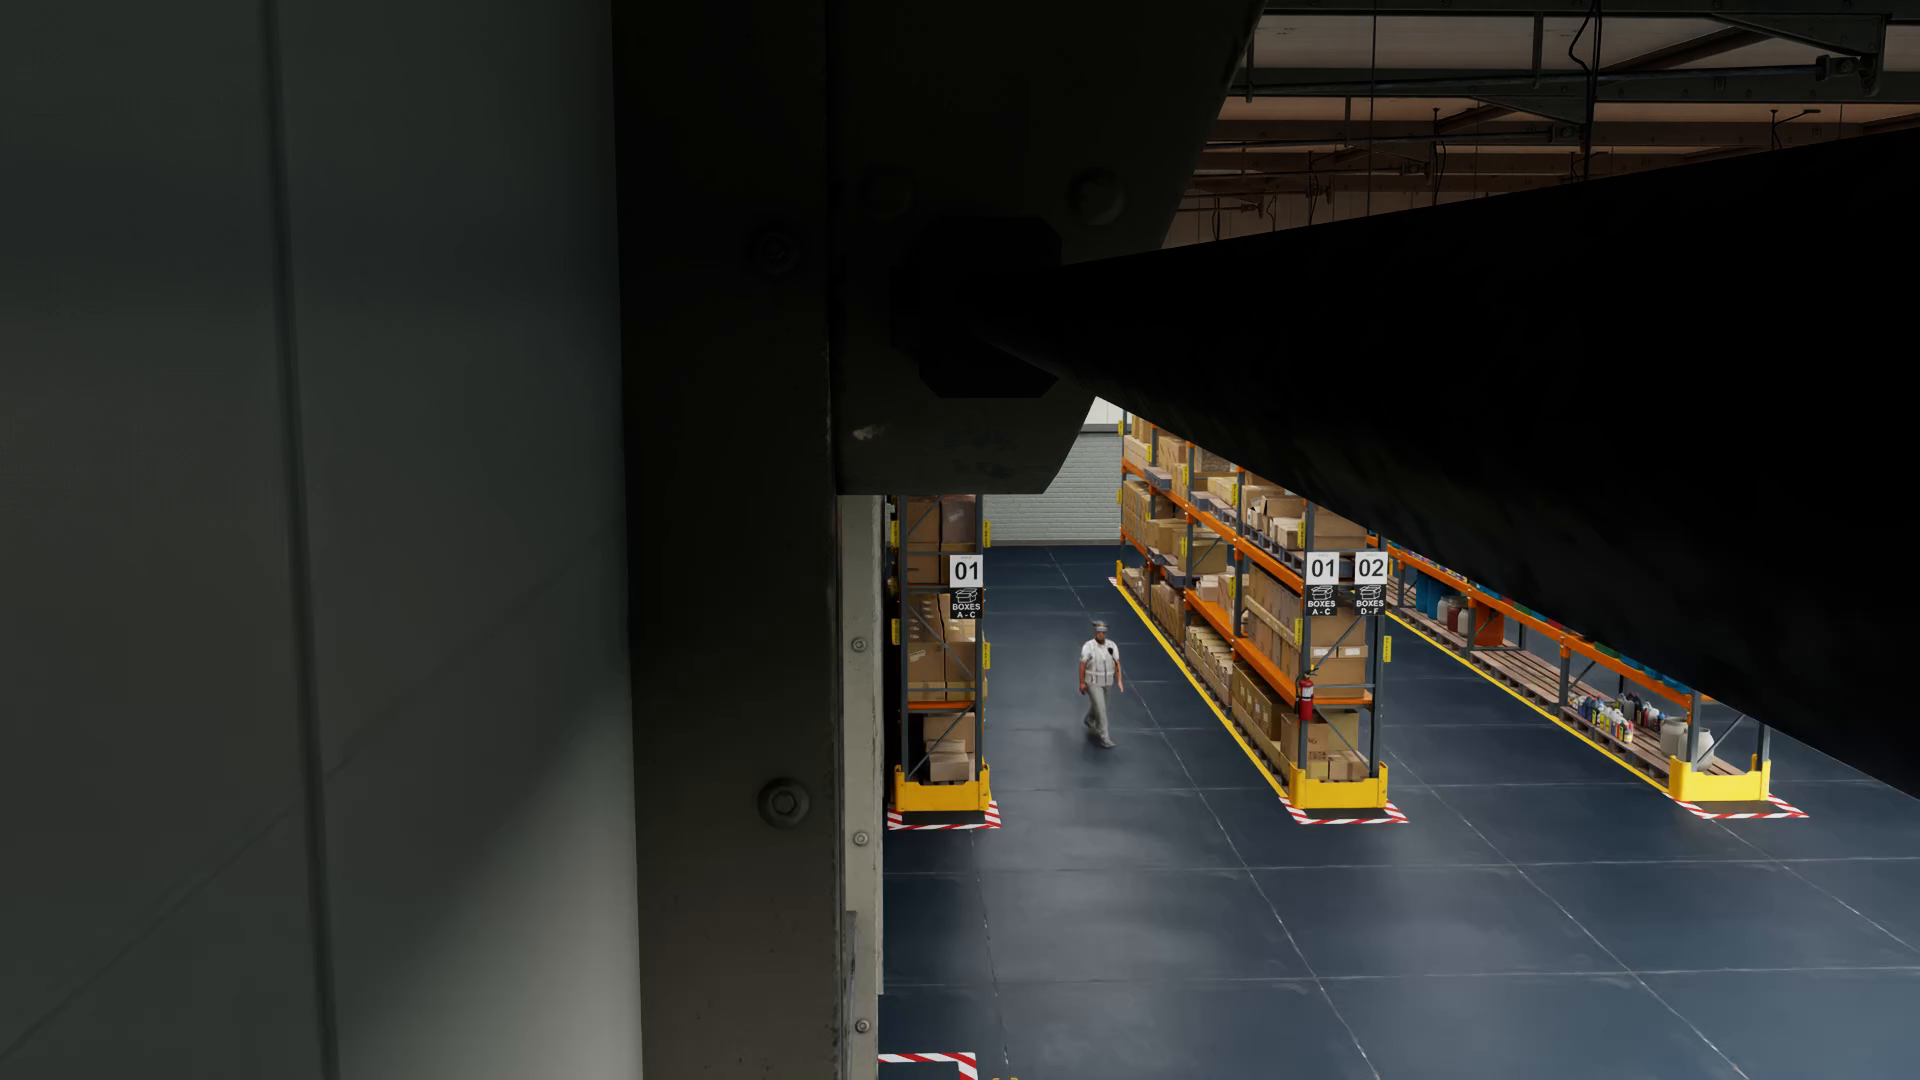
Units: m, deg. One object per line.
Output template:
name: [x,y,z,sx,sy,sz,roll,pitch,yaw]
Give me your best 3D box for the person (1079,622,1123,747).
person: [1.992,1.992,23.619,0.529,1.713,1.119,-4,9,-27]
